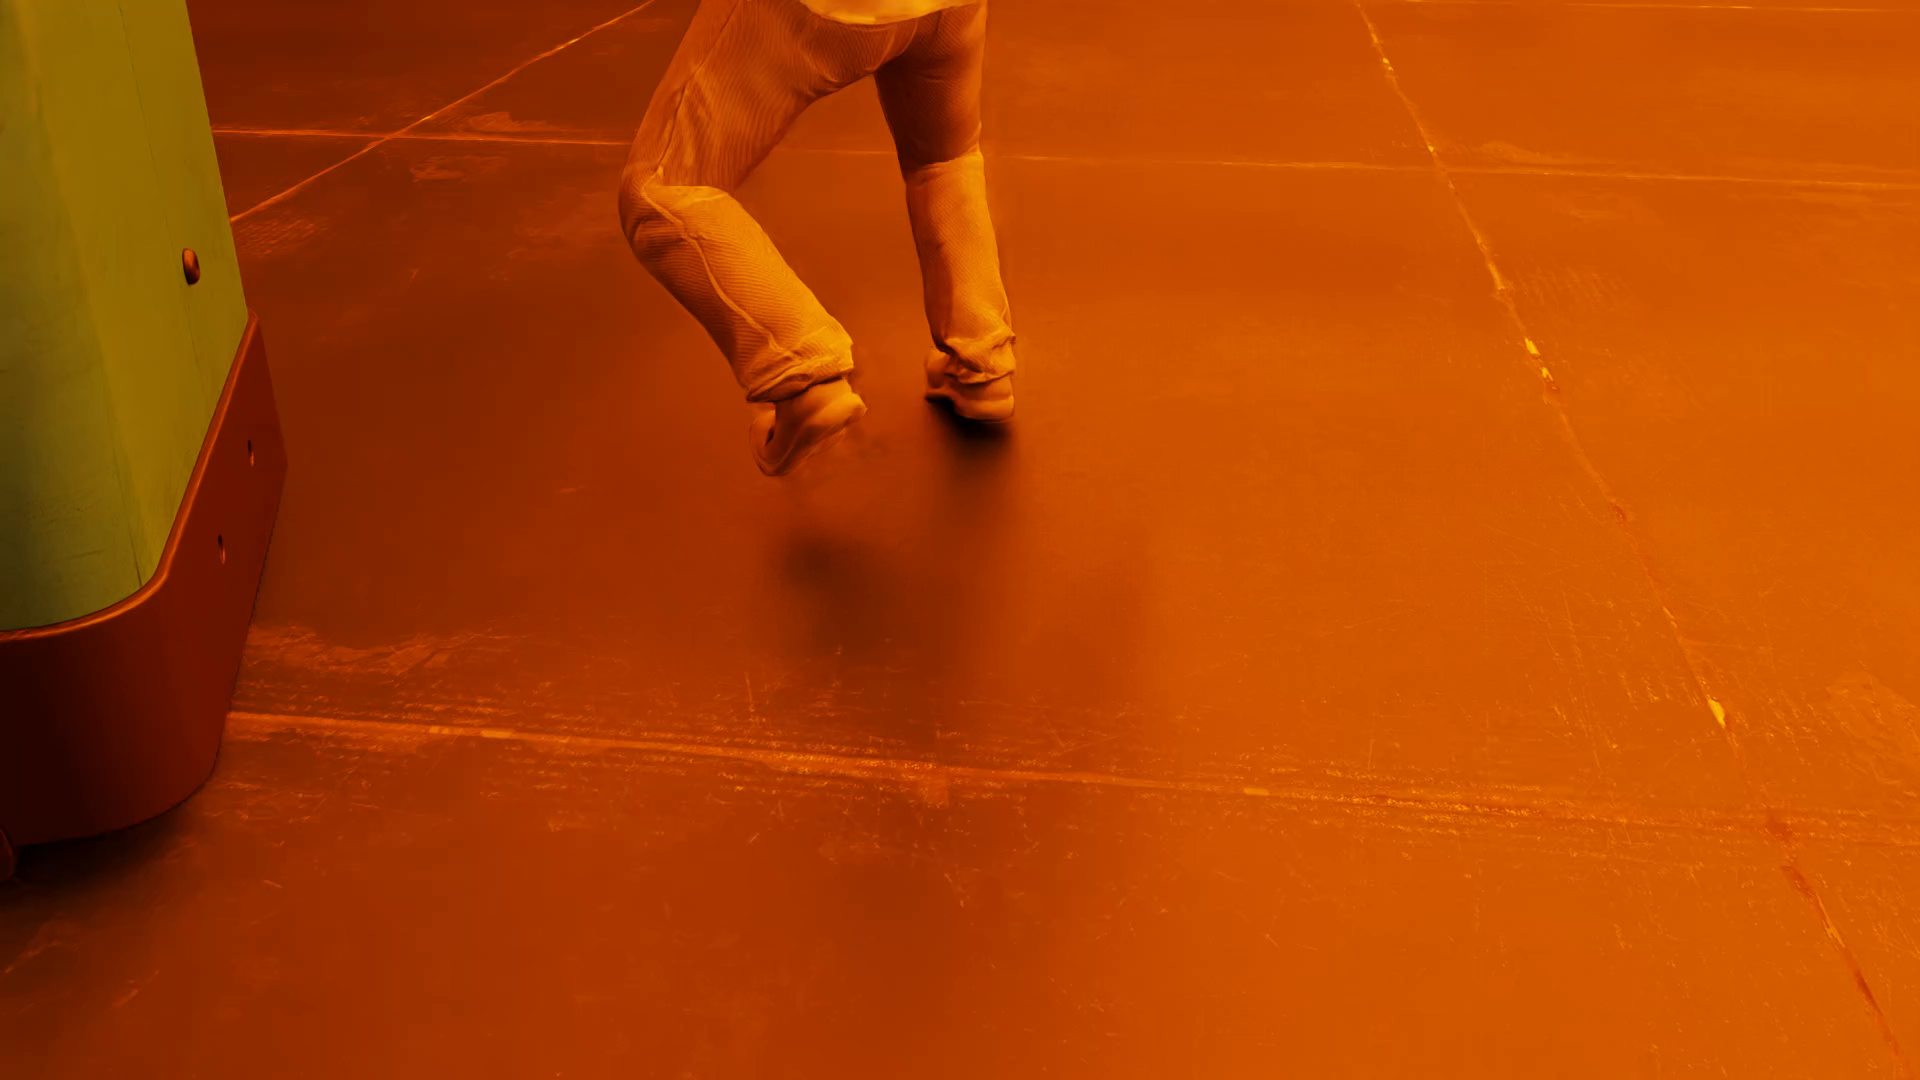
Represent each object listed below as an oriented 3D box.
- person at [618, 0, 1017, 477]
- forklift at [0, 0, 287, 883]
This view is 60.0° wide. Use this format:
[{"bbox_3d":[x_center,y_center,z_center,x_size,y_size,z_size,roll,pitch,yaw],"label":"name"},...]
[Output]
[{"bbox_3d":[0.014,-0.918,2.566,1.047,1.559,0.706,-22,34,-37],"label":"person"},{"bbox_3d":[-2.396,-1.007,1.235,3.031,2.935,1.130,-7,27,-13],"label":"forklift"}]
